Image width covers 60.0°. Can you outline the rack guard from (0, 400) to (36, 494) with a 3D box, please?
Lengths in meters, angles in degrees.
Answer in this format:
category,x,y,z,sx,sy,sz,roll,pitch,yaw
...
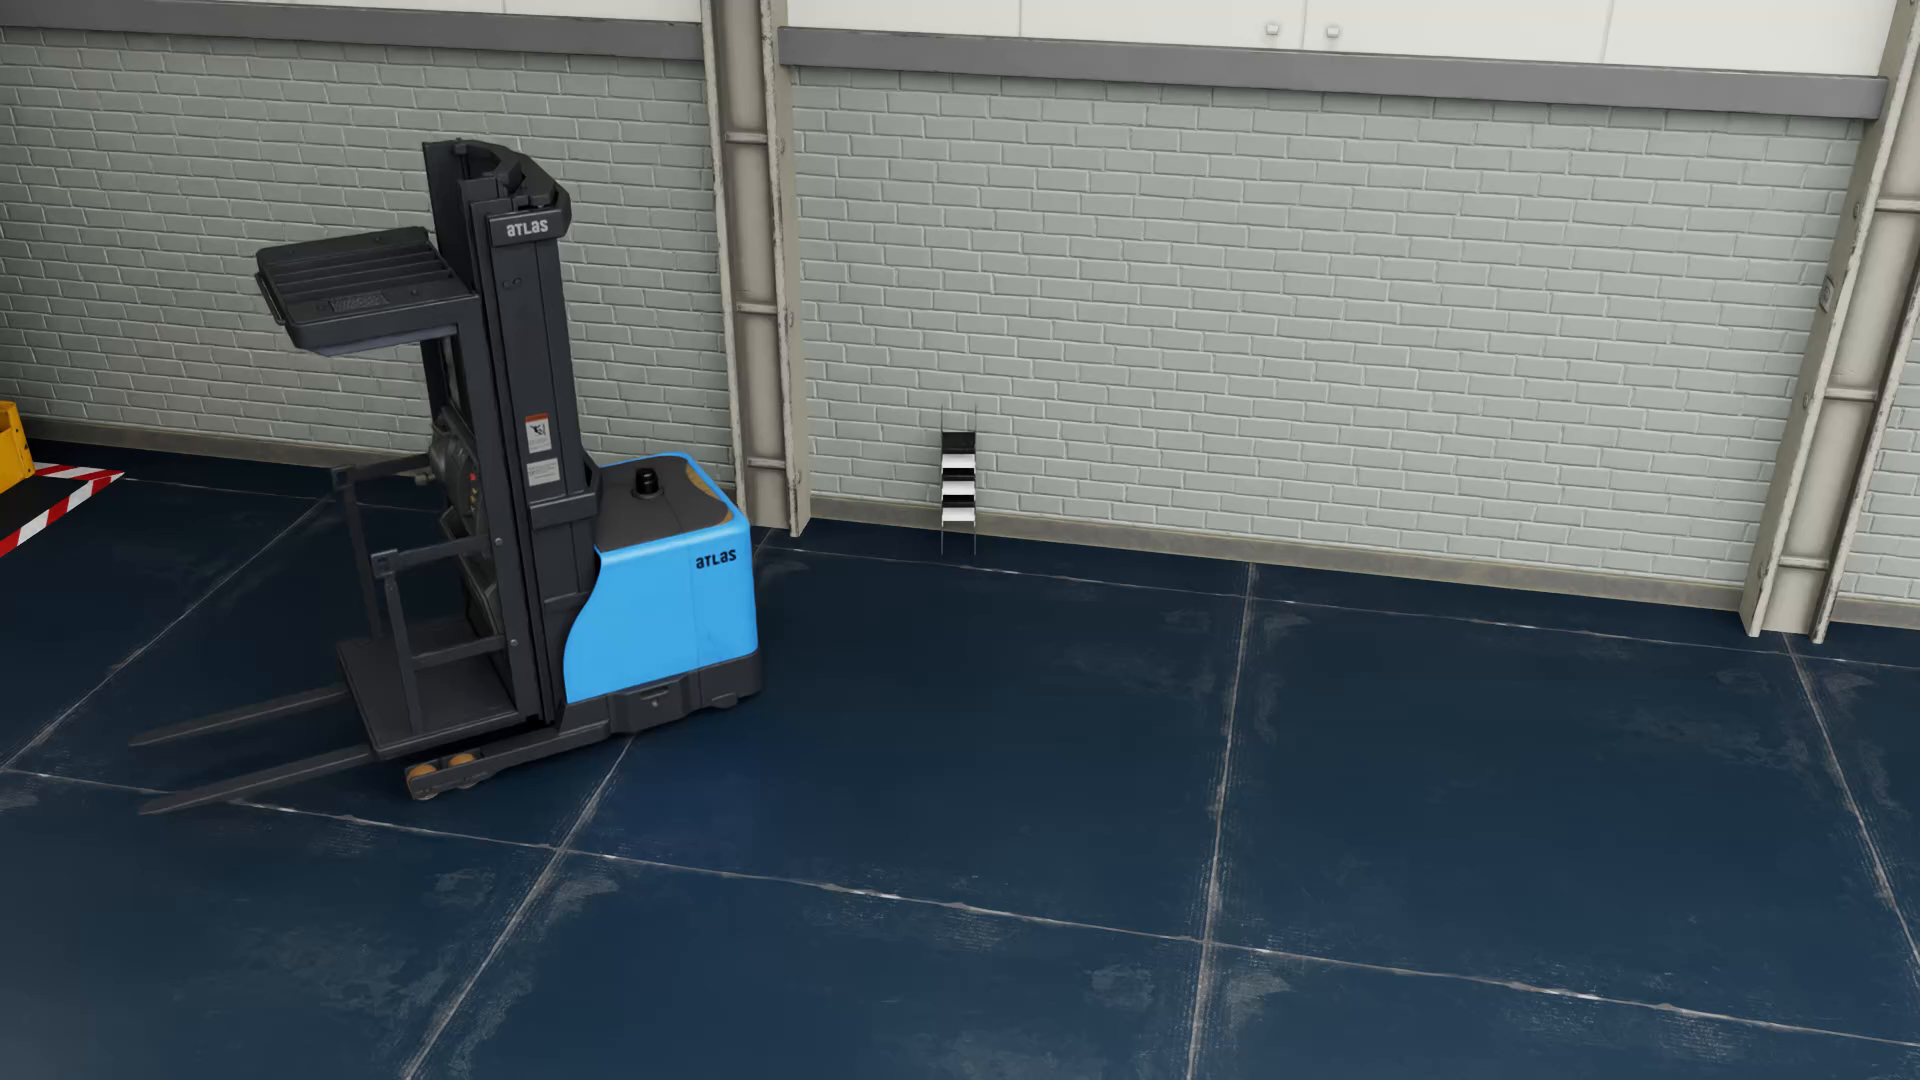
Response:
category,x,y,z,sx,sy,sz,roll,pitch,yaw
rack guard,-6.529,-0.436,10.688,0.348,0.500,1.175,6,29,11

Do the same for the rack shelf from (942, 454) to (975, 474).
category,x,y,z,sx,sy,sz,roll,pitch,yaw
rack shelf,-0.008,-0.491,10.066,0.200,0.077,0.258,0,29,0

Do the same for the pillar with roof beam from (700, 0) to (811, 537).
category,x,y,z,sx,sy,sz,roll,pitch,yaw
pillar with roof beam,-2.077,-2.036,4.760,0.400,9.000,9.100,6,29,11

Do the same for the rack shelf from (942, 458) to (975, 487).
category,x,y,z,sx,sy,sz,roll,pitch,yaw
rack shelf,-0.008,-0.412,10.109,0.200,0.077,0.258,0,29,0

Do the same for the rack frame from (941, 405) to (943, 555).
category,x,y,z,sx,sy,sz,roll,pitch,yaw
rack frame,-0.110,-0.362,10.136,0.006,0.900,0.240,0,29,0

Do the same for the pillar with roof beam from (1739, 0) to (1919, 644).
category,x,y,z,sx,sy,sz,roll,pitch,yaw
pillar with roof beam,3.791,-1.434,3.661,0.400,9.000,9.100,6,29,11

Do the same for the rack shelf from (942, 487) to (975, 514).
category,x,y,z,sx,sy,sz,roll,pitch,yaw
rack shelf,-0.008,-0.254,10.195,0.200,0.077,0.258,0,29,0

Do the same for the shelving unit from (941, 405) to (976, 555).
category,x,y,z,sx,sy,sz,roll,pitch,yaw
shelving unit,-0.008,-0.362,10.136,0.210,0.900,0.258,0,29,0

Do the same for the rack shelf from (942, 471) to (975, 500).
category,x,y,z,sx,sy,sz,roll,pitch,yaw
rack shelf,-0.008,-0.333,10.152,0.200,0.077,0.258,0,29,0

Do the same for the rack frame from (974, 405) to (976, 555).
category,x,y,z,sx,sy,sz,roll,pitch,yaw
rack frame,0.093,-0.362,10.136,0.006,0.900,0.240,0,29,0

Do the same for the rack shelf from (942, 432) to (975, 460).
category,x,y,z,sx,sy,sz,roll,pitch,yaw
rack shelf,-0.008,-0.570,10.022,0.200,0.077,0.258,0,29,0

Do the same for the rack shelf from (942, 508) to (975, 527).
category,x,y,z,sx,sy,sz,roll,pitch,yaw
rack shelf,-0.008,-0.175,10.238,0.200,0.077,0.258,0,29,0

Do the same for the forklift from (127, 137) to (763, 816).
category,x,y,z,sx,sy,sz,roll,pitch,yaw
forklift,-2.593,-0.311,7.927,3.031,2.935,1.130,-14,32,-24
